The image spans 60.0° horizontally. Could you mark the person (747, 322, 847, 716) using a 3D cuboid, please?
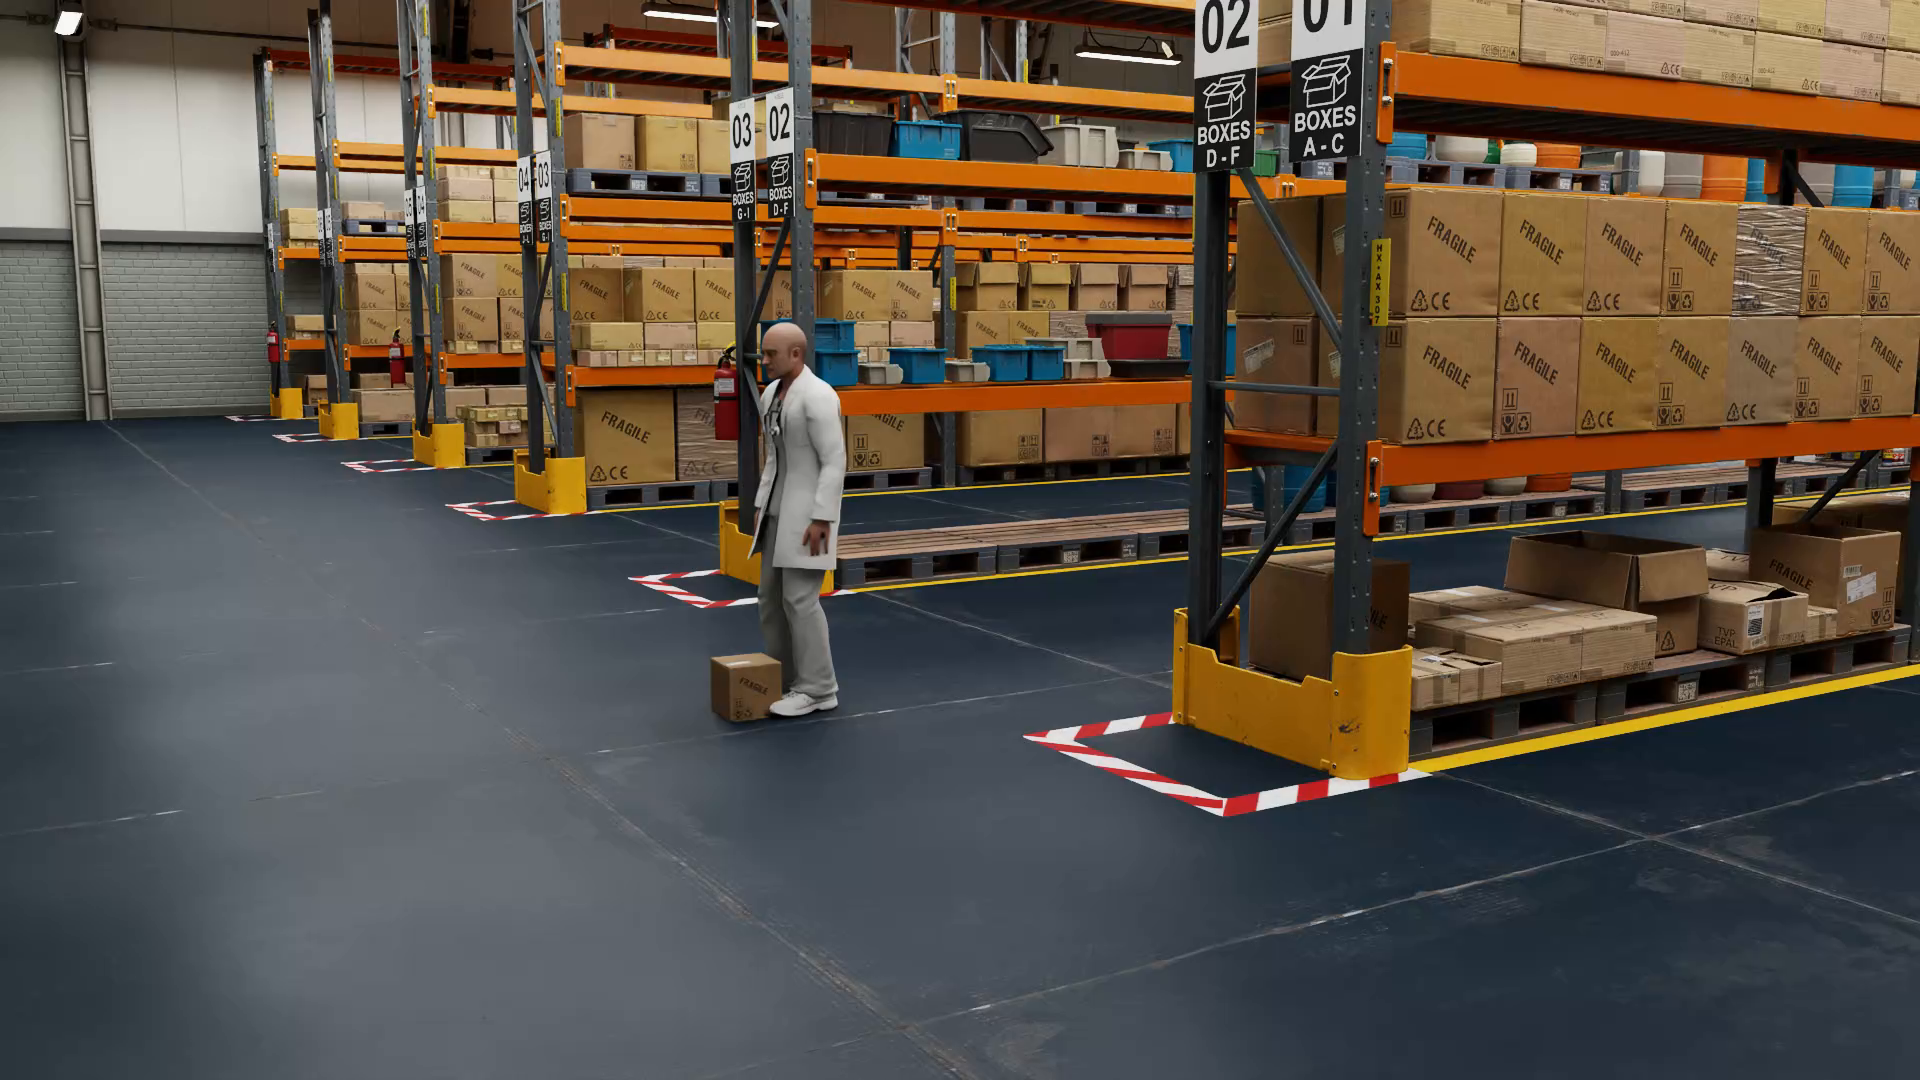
[{"bbox_3d":[-0.758,-0.103,7.611,0.428,1.772,0.641,-5,10,-33],"label":"person"}]
